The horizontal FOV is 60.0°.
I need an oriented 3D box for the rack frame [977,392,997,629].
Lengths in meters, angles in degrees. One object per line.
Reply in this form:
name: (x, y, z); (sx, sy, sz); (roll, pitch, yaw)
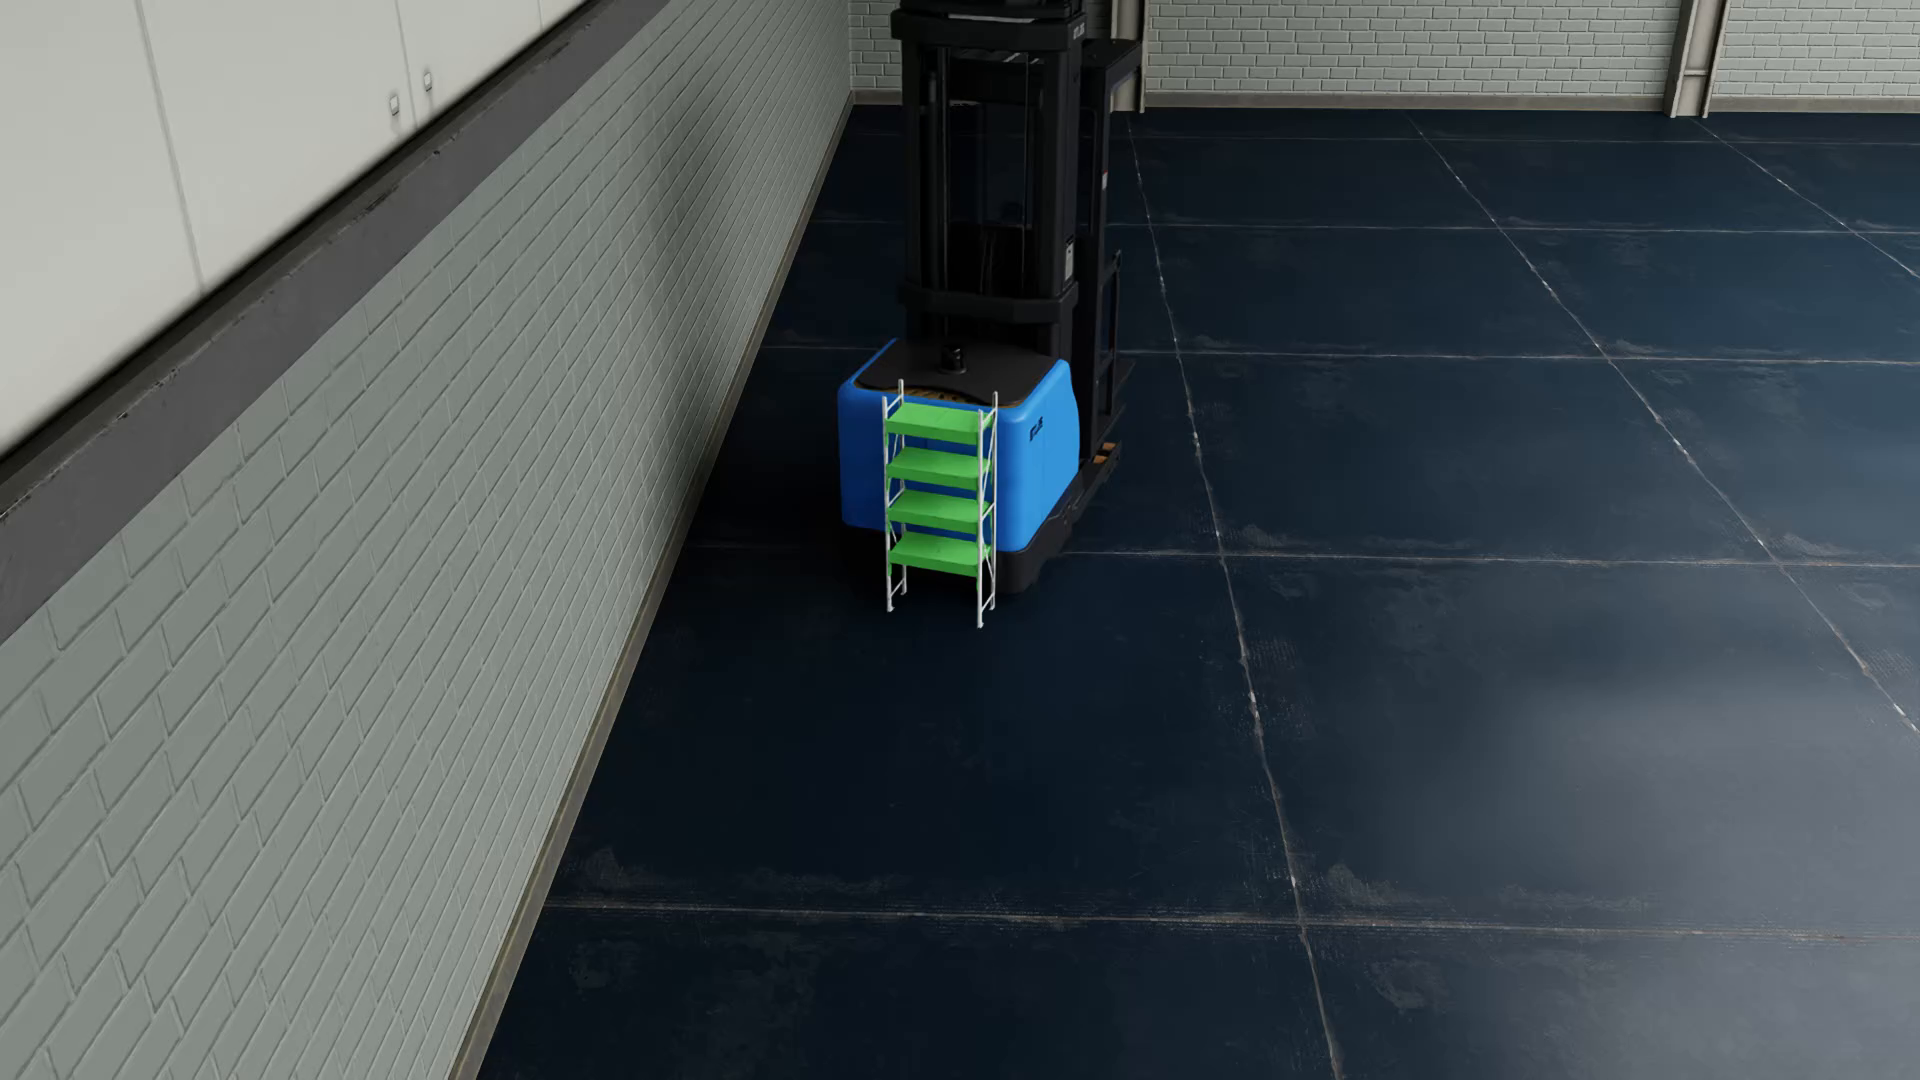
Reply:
rack frame: (0.134, -0.134, 8.221); (0.015, 1.200, 0.240); (9, 29, 17)

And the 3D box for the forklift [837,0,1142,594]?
forklift: (0.336, -1.689, 9.307); (1.130, 2.935, 3.031); (10, 29, 17)

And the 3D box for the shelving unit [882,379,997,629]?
shelving unit: (-0.097, -0.171, 8.292); (0.503, 1.200, 0.258); (9, 29, 17)

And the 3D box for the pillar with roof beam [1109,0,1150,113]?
pillar with roof beam: (1.643, -6.646, 12.180); (0.400, 9.000, 9.100); (1, 28, 2)

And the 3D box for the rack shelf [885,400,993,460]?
rack shelf: (-0.097, -0.539, 8.097); (0.480, 0.148, 0.258); (9, 29, 17)

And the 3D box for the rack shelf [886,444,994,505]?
rack shelf: (-0.097, -0.327, 8.210); (0.480, 0.148, 0.258); (9, 29, 17)

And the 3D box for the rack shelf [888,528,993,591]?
rack shelf: (-0.097, 0.097, 8.435); (0.480, 0.148, 0.258); (9, 29, 17)

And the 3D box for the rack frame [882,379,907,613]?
rack frame: (-0.327, -0.209, 8.363); (0.015, 1.200, 0.240); (9, 29, 17)

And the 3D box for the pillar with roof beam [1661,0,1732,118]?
pillar with roof beam: (7.640, -6.547, 11.992); (0.400, 9.000, 9.100); (1, 28, 2)

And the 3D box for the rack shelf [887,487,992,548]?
rack shelf: (-0.097, -0.115, 8.322); (0.480, 0.148, 0.258); (9, 29, 17)
